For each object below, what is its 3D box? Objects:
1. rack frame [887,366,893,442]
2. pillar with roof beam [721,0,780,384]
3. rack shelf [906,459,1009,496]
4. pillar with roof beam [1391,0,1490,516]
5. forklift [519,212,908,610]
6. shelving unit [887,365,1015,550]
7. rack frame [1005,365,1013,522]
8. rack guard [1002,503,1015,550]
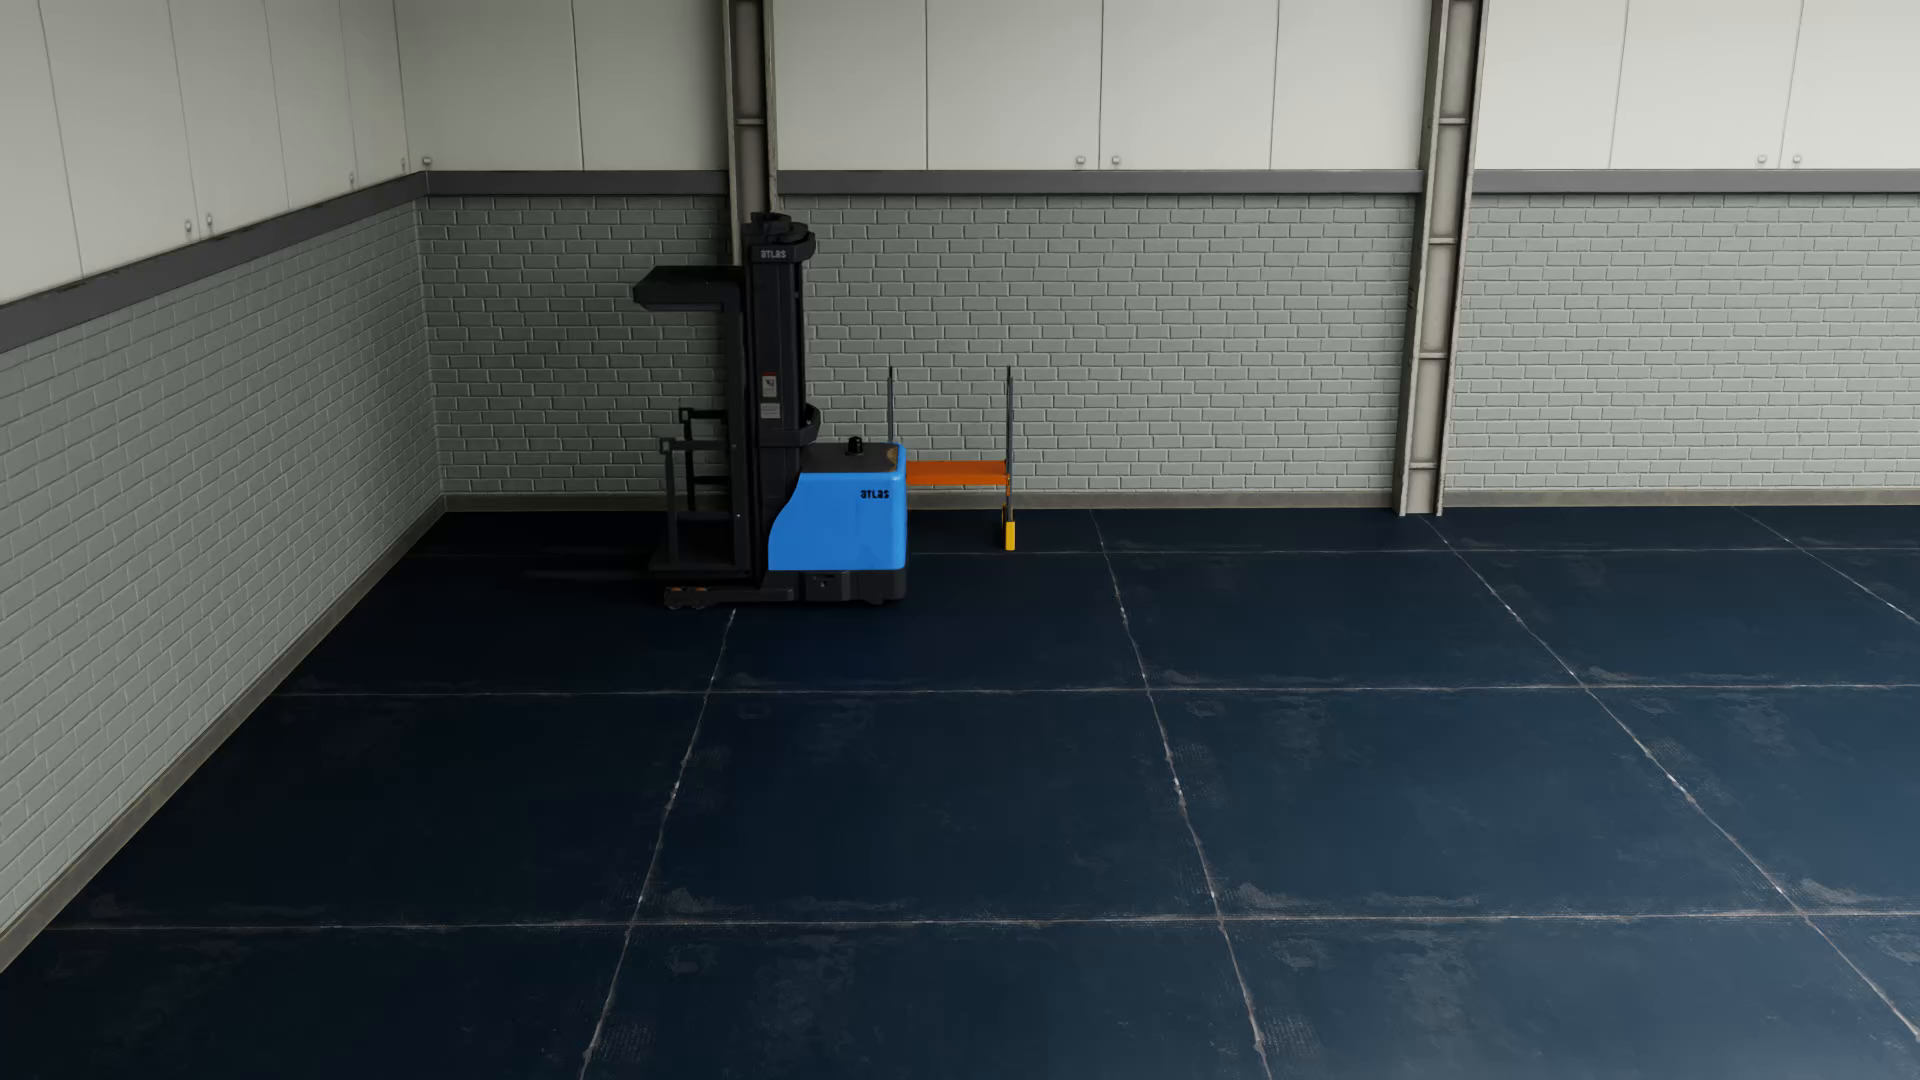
[{"bbox_3d":[-0.594,-0.711,14.310,0.032,1.500,0.500,0,18,-1],"label":"rack frame"},{"bbox_3d":[-1.712,-3.210,9.822,0.400,9.000,9.100,0,18,-1],"label":"pillar with roof beam"},{"bbox_3d":[-0.085,-0.542,14.372,1.000,0.185,0.538,0,18,-1],"label":"rack shelf"},{"bbox_3d":[4.287,-3.239,9.913,0.400,9.000,9.100,0,18,-1],"label":"pillar with roof beam"},{"bbox_3d":[-1.936,-1.019,12.927,3.031,2.935,1.130,0,18,-1],"label":"forklift"},{"bbox_3d":[-0.076,-0.714,14.317,1.083,1.500,0.587,0,18,-1],"label":"shelving unit"},{"bbox_3d":[0.423,-0.716,14.325,0.032,1.500,0.500,0,18,-1],"label":"rack frame"},{"bbox_3d":[0.422,-0.121,14.516,0.087,0.250,0.587,0,18,-1],"label":"rack guard"}]
